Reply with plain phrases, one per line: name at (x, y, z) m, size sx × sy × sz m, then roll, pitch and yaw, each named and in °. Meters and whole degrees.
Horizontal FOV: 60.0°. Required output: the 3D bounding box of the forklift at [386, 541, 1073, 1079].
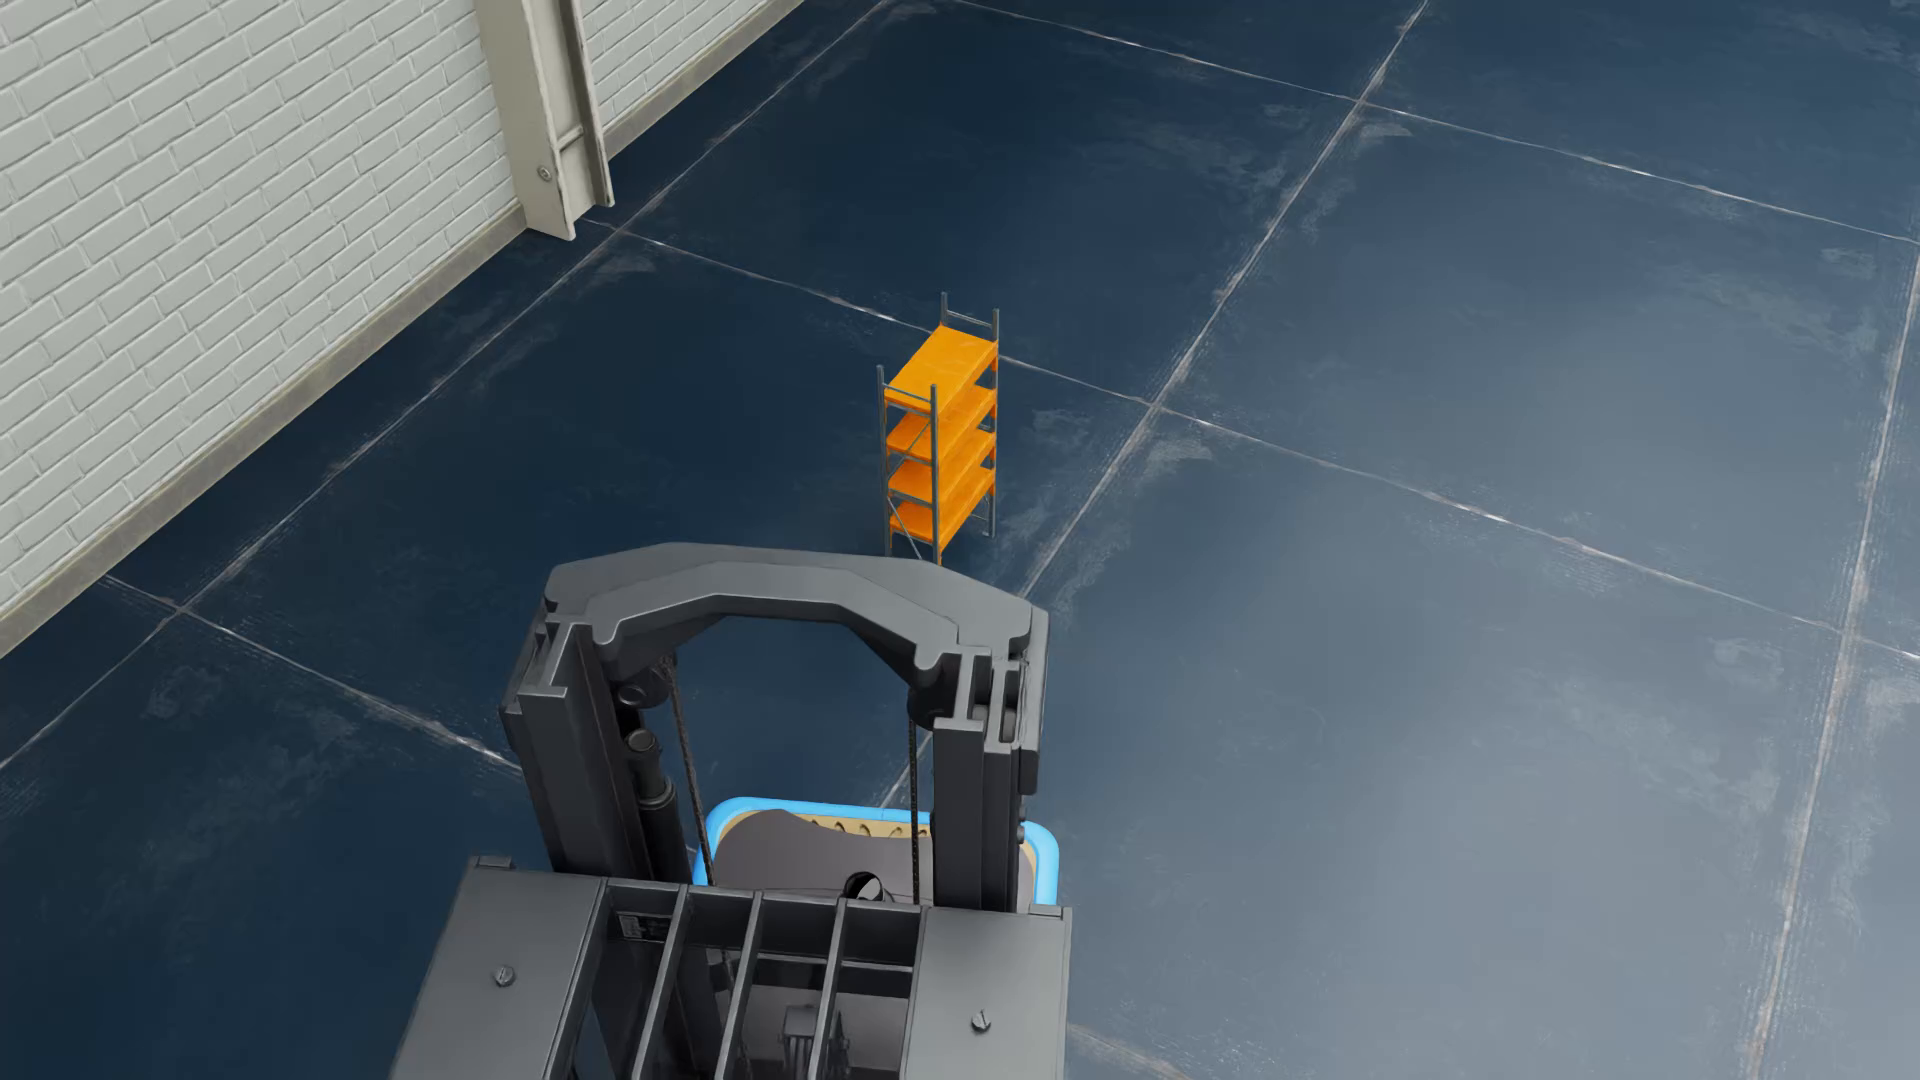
forklift at (-0.371, 1.538, 3.449) m, size 1.130 × 2.935 × 3.031 m, roll 4°, pitch 45°, yaw 4°

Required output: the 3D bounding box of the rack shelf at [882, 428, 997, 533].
rack shelf at (-0.077, -0.270, 6.548) m, size 0.258 × 0.148 × 0.480 m, roll 20°, pitch 49°, yaw 19°

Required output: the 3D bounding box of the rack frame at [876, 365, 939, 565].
rack frame at (-0.190, -0.164, 6.348) m, size 0.240 × 1.200 × 0.015 m, roll 20°, pitch 49°, yaw 19°

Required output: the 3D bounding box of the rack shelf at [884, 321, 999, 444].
rack shelf at (-0.077, -0.594, 6.221) m, size 0.258 × 0.148 × 0.480 m, roll 20°, pitch 49°, yaw 19°

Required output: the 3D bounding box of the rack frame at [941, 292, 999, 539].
rack frame at (0.036, -0.471, 6.652) m, size 0.240 × 1.200 × 0.015 m, roll 20°, pitch 49°, yaw 19°

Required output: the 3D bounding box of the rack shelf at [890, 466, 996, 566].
rack shelf at (-0.077, -0.131, 6.689) m, size 0.258 × 0.148 × 0.480 m, roll 20°, pitch 49°, yaw 19°

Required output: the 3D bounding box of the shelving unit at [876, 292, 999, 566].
shelving unit at (-0.077, -0.317, 6.500) m, size 0.258 × 1.200 × 0.503 m, roll 20°, pitch 49°, yaw 19°

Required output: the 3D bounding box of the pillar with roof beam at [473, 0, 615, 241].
pillar with roof beam at (1.765, -3.453, 4.116) m, size 9.100 × 9.000 × 0.400 m, roll 20°, pitch 49°, yaw 19°

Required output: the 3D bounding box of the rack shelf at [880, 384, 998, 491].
rack shelf at (-0.077, -0.427, 6.389) m, size 0.258 × 0.148 × 0.480 m, roll 20°, pitch 49°, yaw 19°
